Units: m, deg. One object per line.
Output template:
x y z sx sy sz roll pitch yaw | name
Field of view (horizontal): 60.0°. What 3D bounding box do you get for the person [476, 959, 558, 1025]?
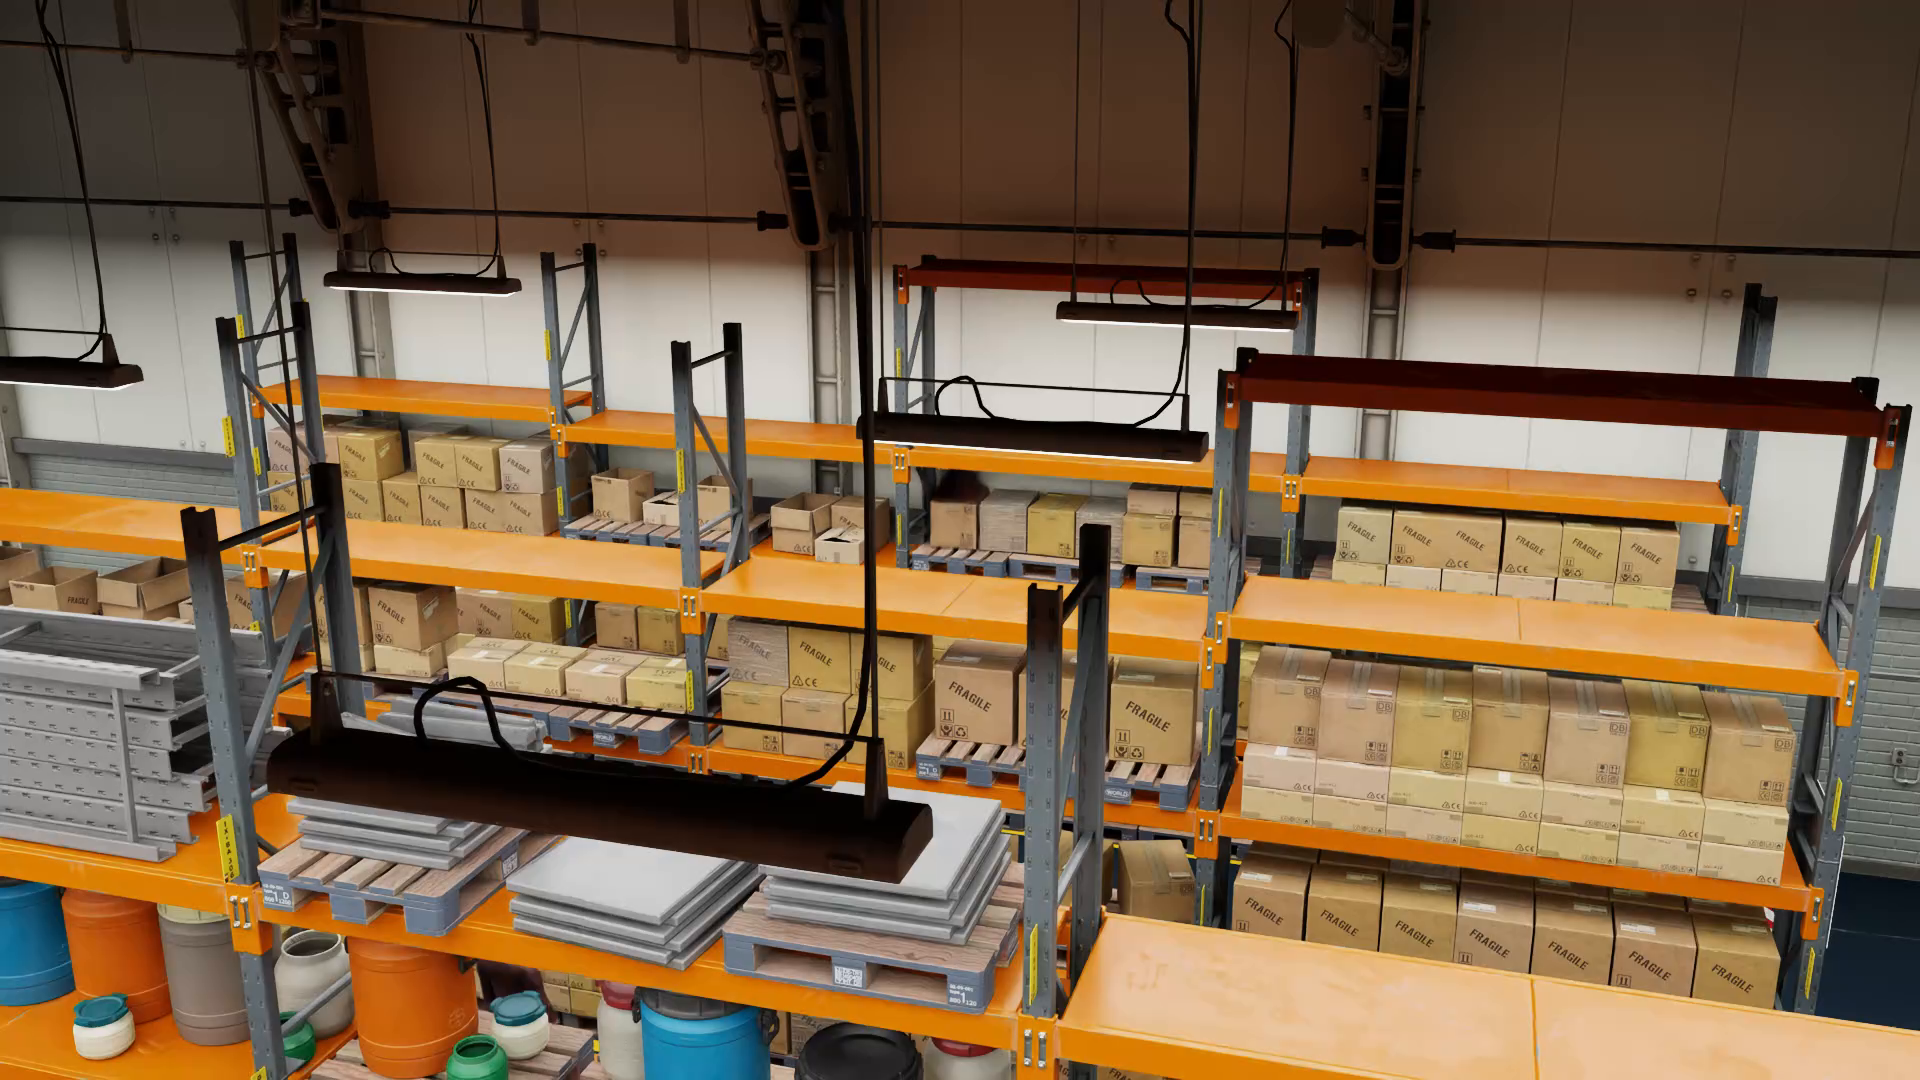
-3.327 3.666 12.869 0.600 1.770 0.645 13 20 37 | person
